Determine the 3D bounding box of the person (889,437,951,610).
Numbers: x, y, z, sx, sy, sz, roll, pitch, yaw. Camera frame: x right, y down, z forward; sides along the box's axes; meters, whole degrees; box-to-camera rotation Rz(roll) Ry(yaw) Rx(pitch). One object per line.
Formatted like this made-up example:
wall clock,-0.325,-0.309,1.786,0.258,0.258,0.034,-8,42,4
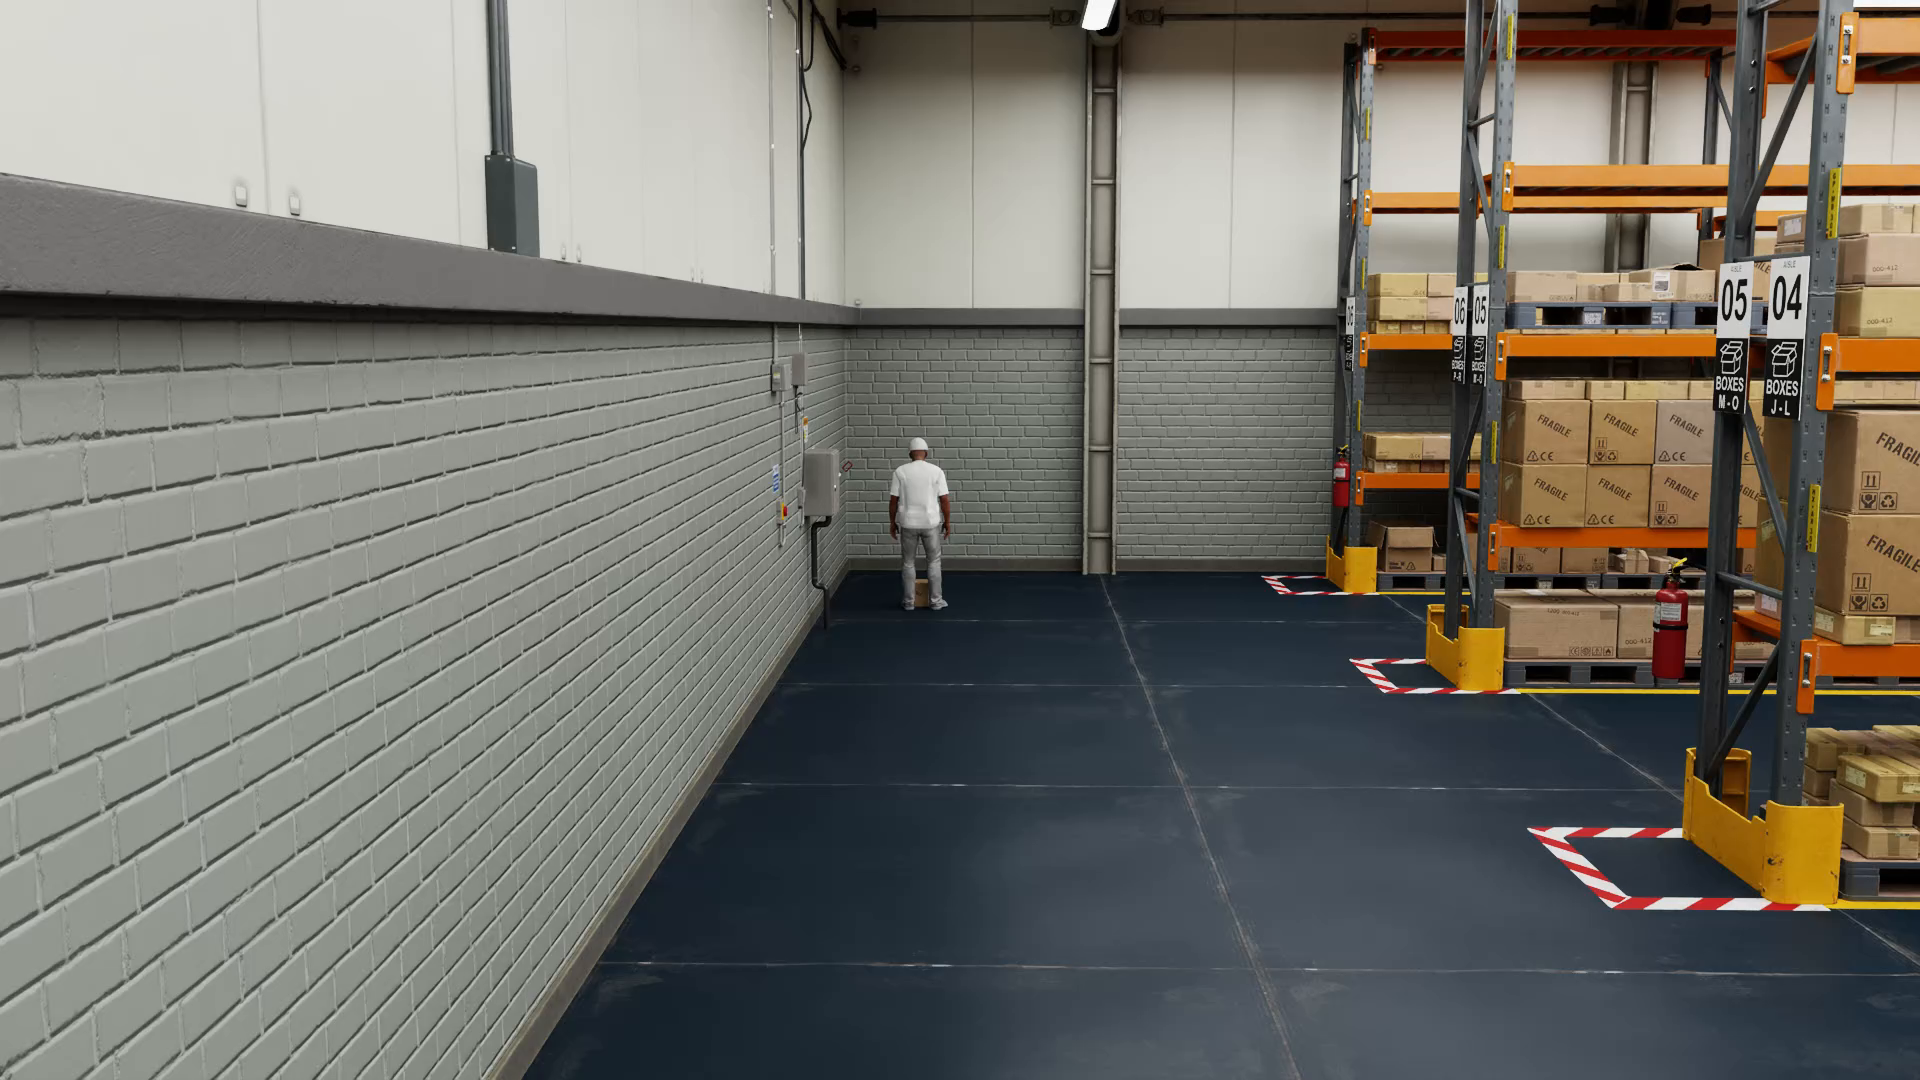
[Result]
person,-0.409,-0.167,17.025,0.627,1.760,0.459,0,7,2
